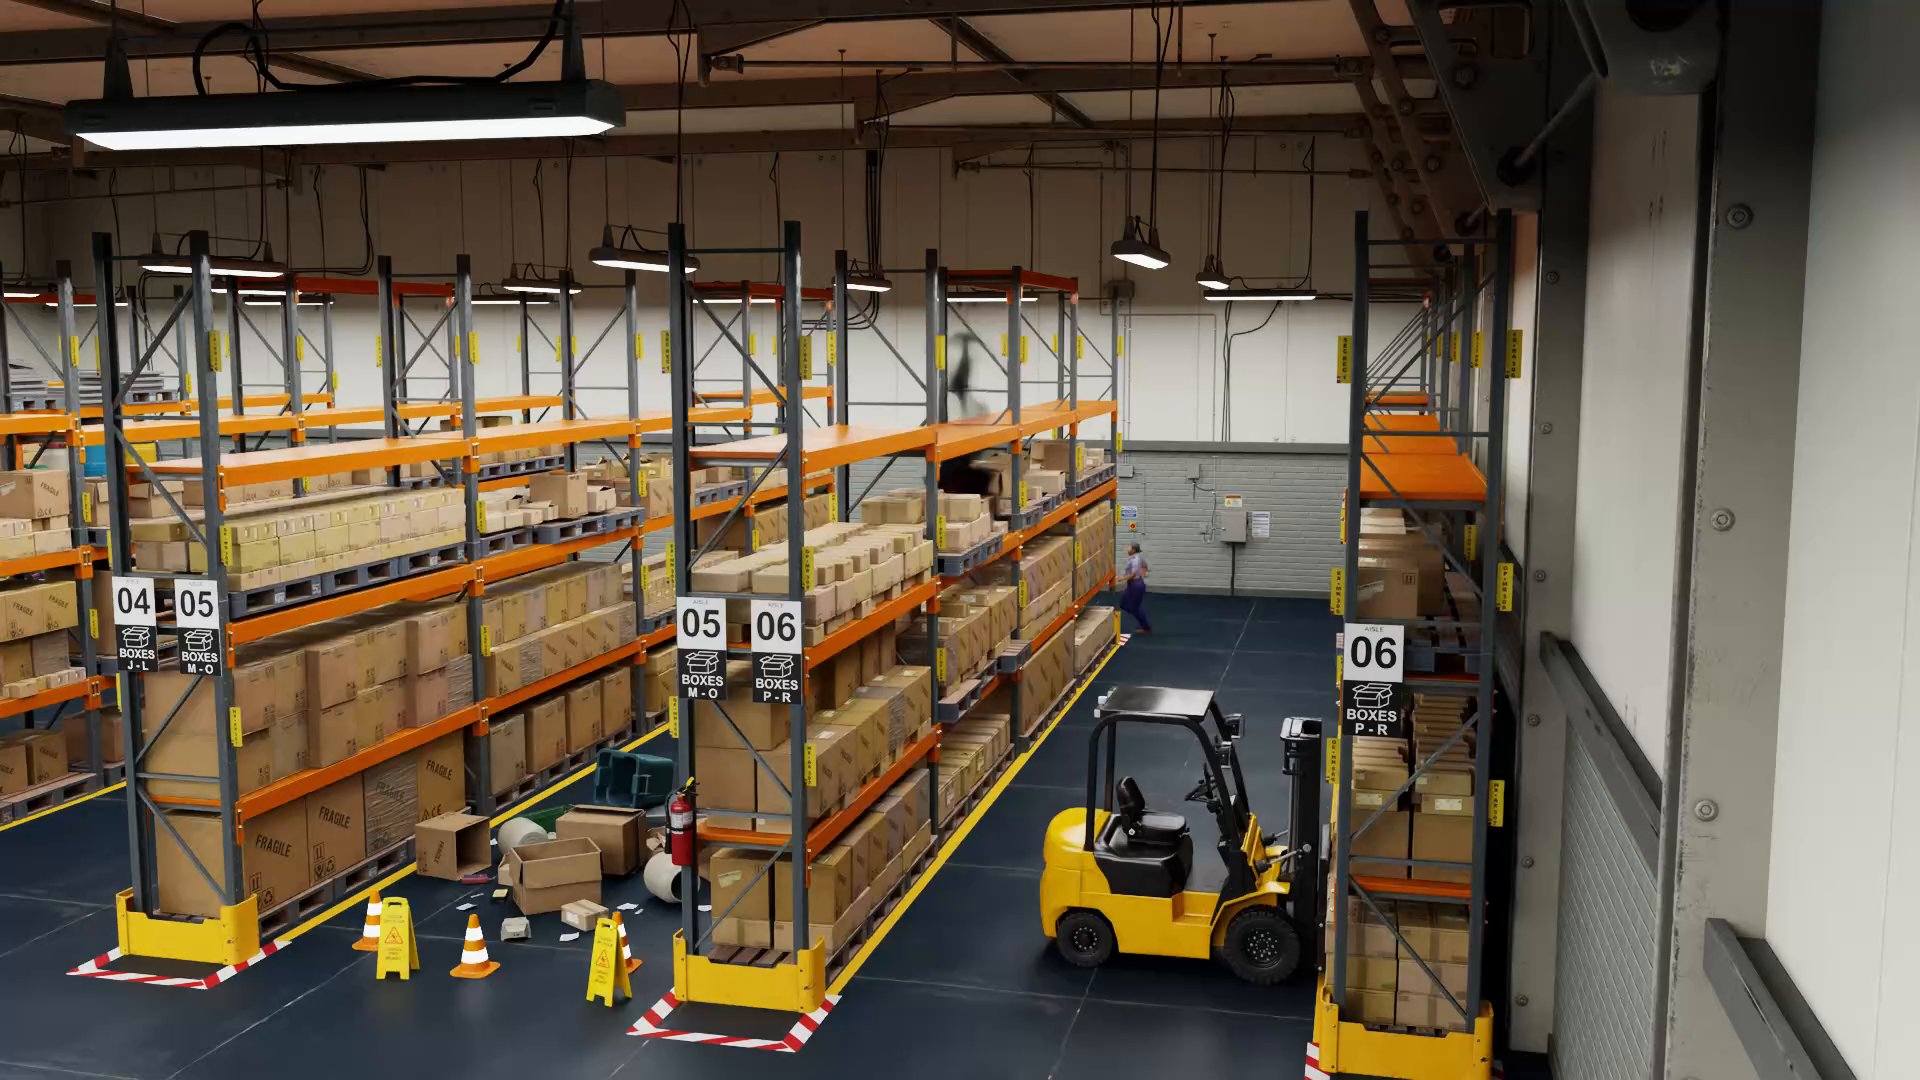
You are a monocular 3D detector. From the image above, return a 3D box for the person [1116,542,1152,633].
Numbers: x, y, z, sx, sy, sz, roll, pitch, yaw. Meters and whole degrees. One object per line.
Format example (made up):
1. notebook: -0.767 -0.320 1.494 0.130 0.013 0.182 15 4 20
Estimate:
1. person: 3.027 0.823 29.067 0.661 1.601 0.586 1 7 7
